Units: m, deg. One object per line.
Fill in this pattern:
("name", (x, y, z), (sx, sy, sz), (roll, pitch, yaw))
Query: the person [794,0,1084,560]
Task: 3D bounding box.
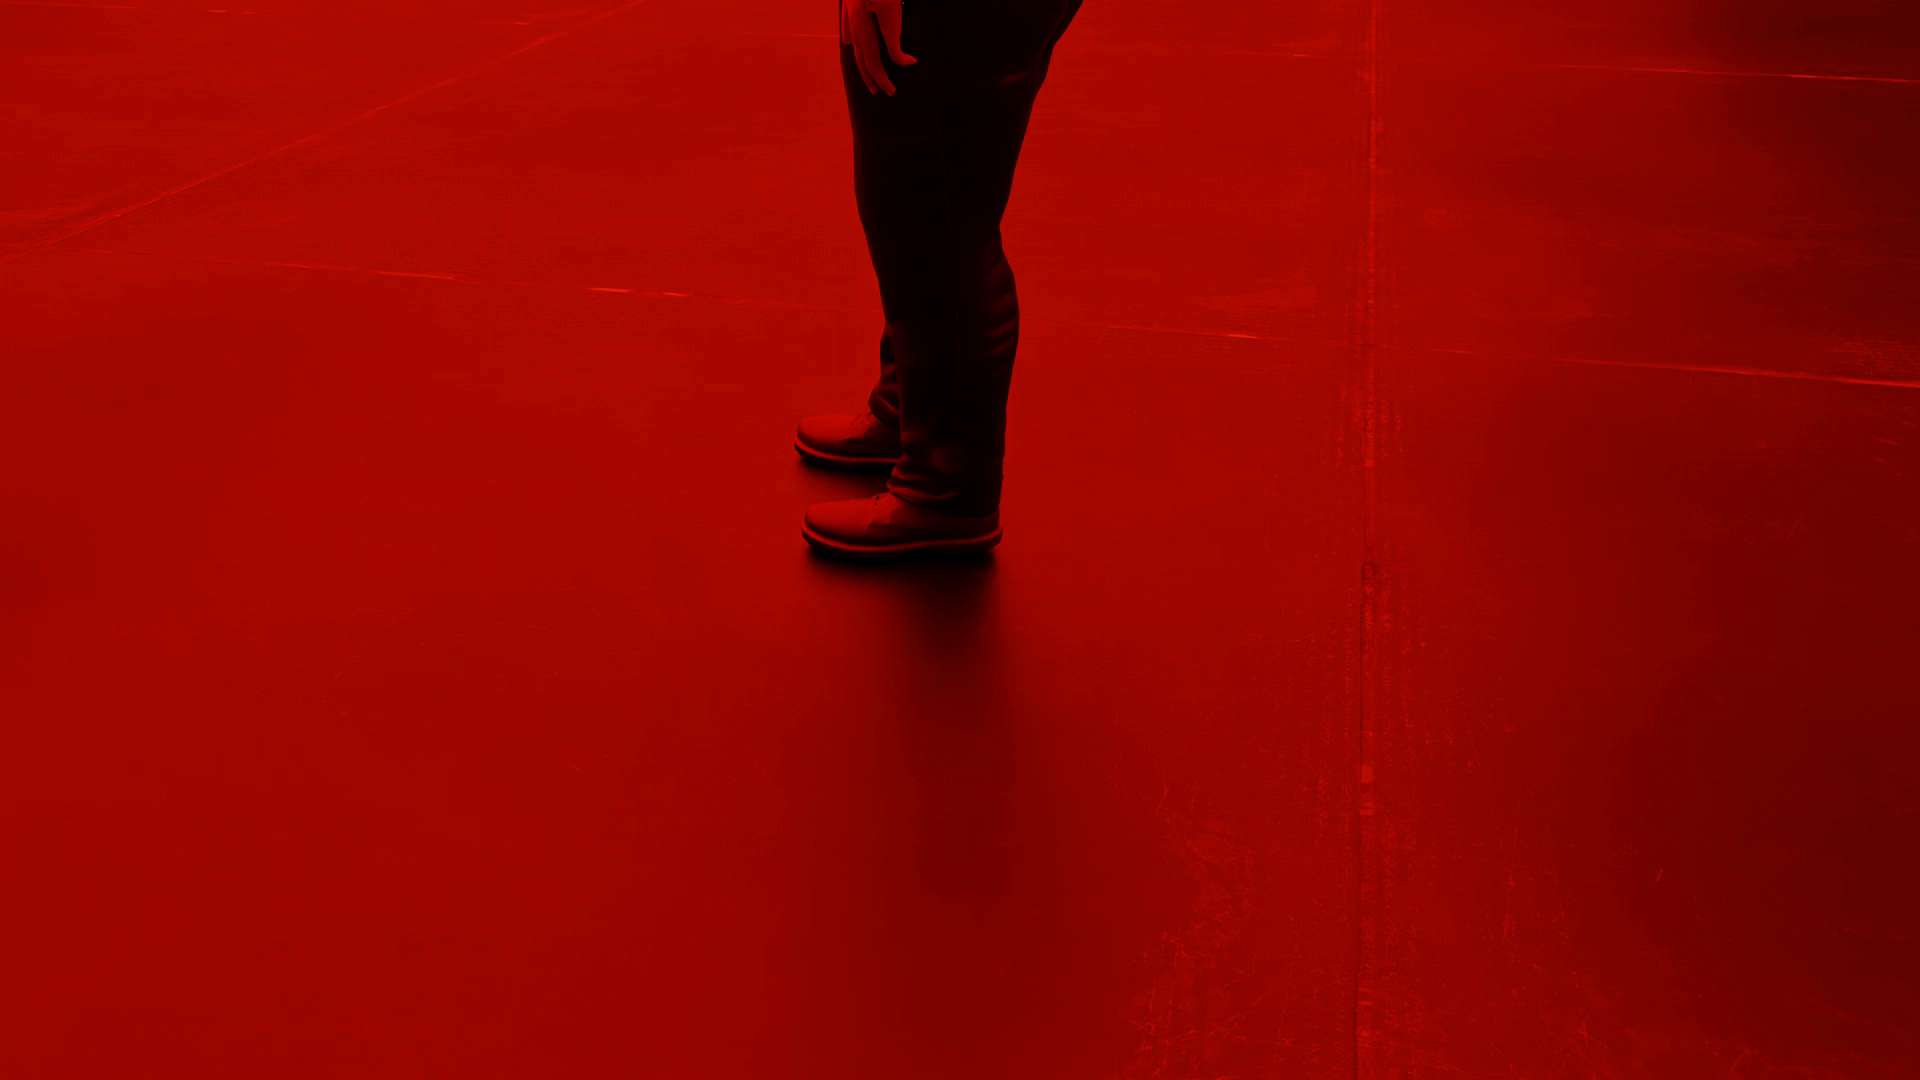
("person", (-0.082, -0.761, 2.163), (0.503, 1.650, 0.599), (6, 27, 11))
